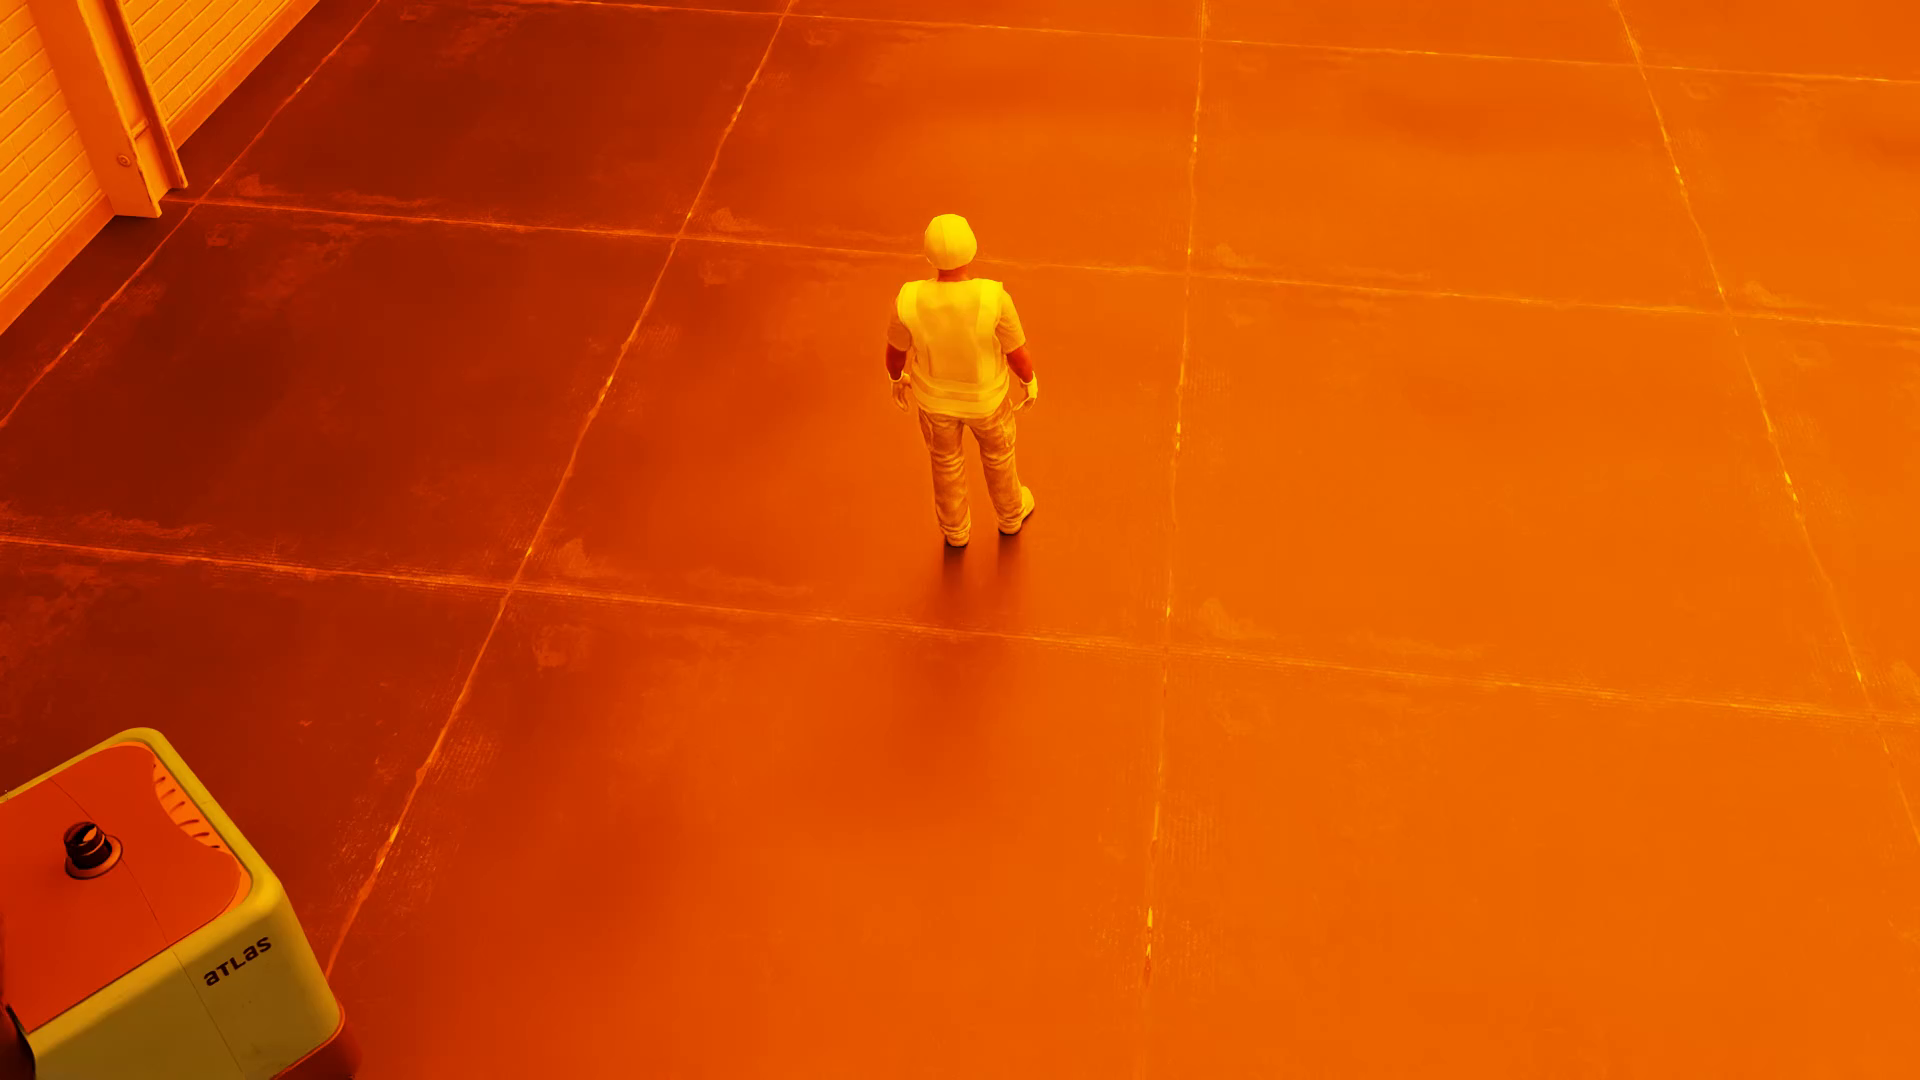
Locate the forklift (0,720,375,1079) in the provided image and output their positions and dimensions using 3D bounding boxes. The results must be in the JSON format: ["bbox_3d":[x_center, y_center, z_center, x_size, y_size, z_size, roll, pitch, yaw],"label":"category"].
[{"bbox_3d":[-3.466,1.224,4.392,3.031,2.935,1.130,-33,52,-31],"label":"forklift"}]

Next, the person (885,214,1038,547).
[{"bbox_3d":[0.019,-0.709,7.334,0.656,1.782,0.577,5,43,6],"label":"person"}]
